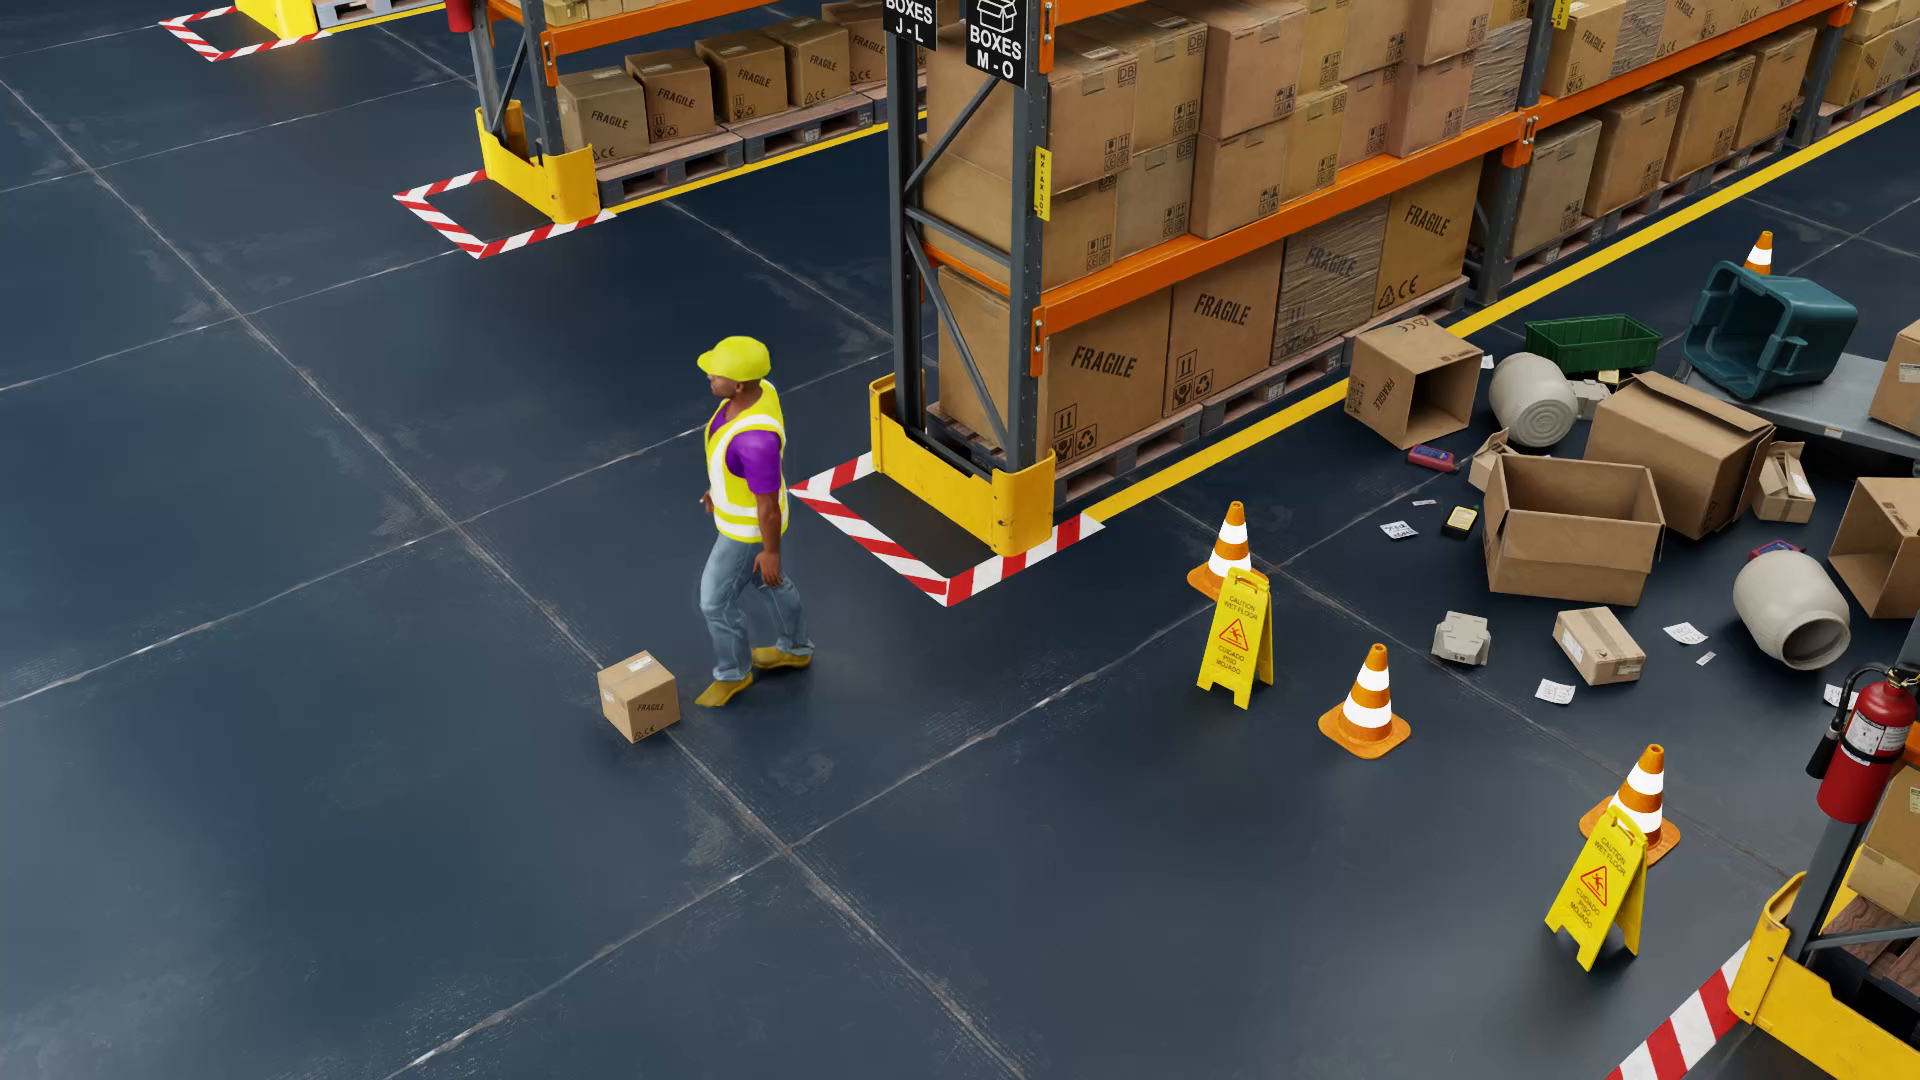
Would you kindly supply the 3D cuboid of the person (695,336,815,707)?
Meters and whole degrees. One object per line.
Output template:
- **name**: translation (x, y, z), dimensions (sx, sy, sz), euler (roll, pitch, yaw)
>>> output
- **person**: translation (-0.947, -0.078, 7.191), dimensions (0.563, 1.826, 0.588), euler (-3, 36, -4)
